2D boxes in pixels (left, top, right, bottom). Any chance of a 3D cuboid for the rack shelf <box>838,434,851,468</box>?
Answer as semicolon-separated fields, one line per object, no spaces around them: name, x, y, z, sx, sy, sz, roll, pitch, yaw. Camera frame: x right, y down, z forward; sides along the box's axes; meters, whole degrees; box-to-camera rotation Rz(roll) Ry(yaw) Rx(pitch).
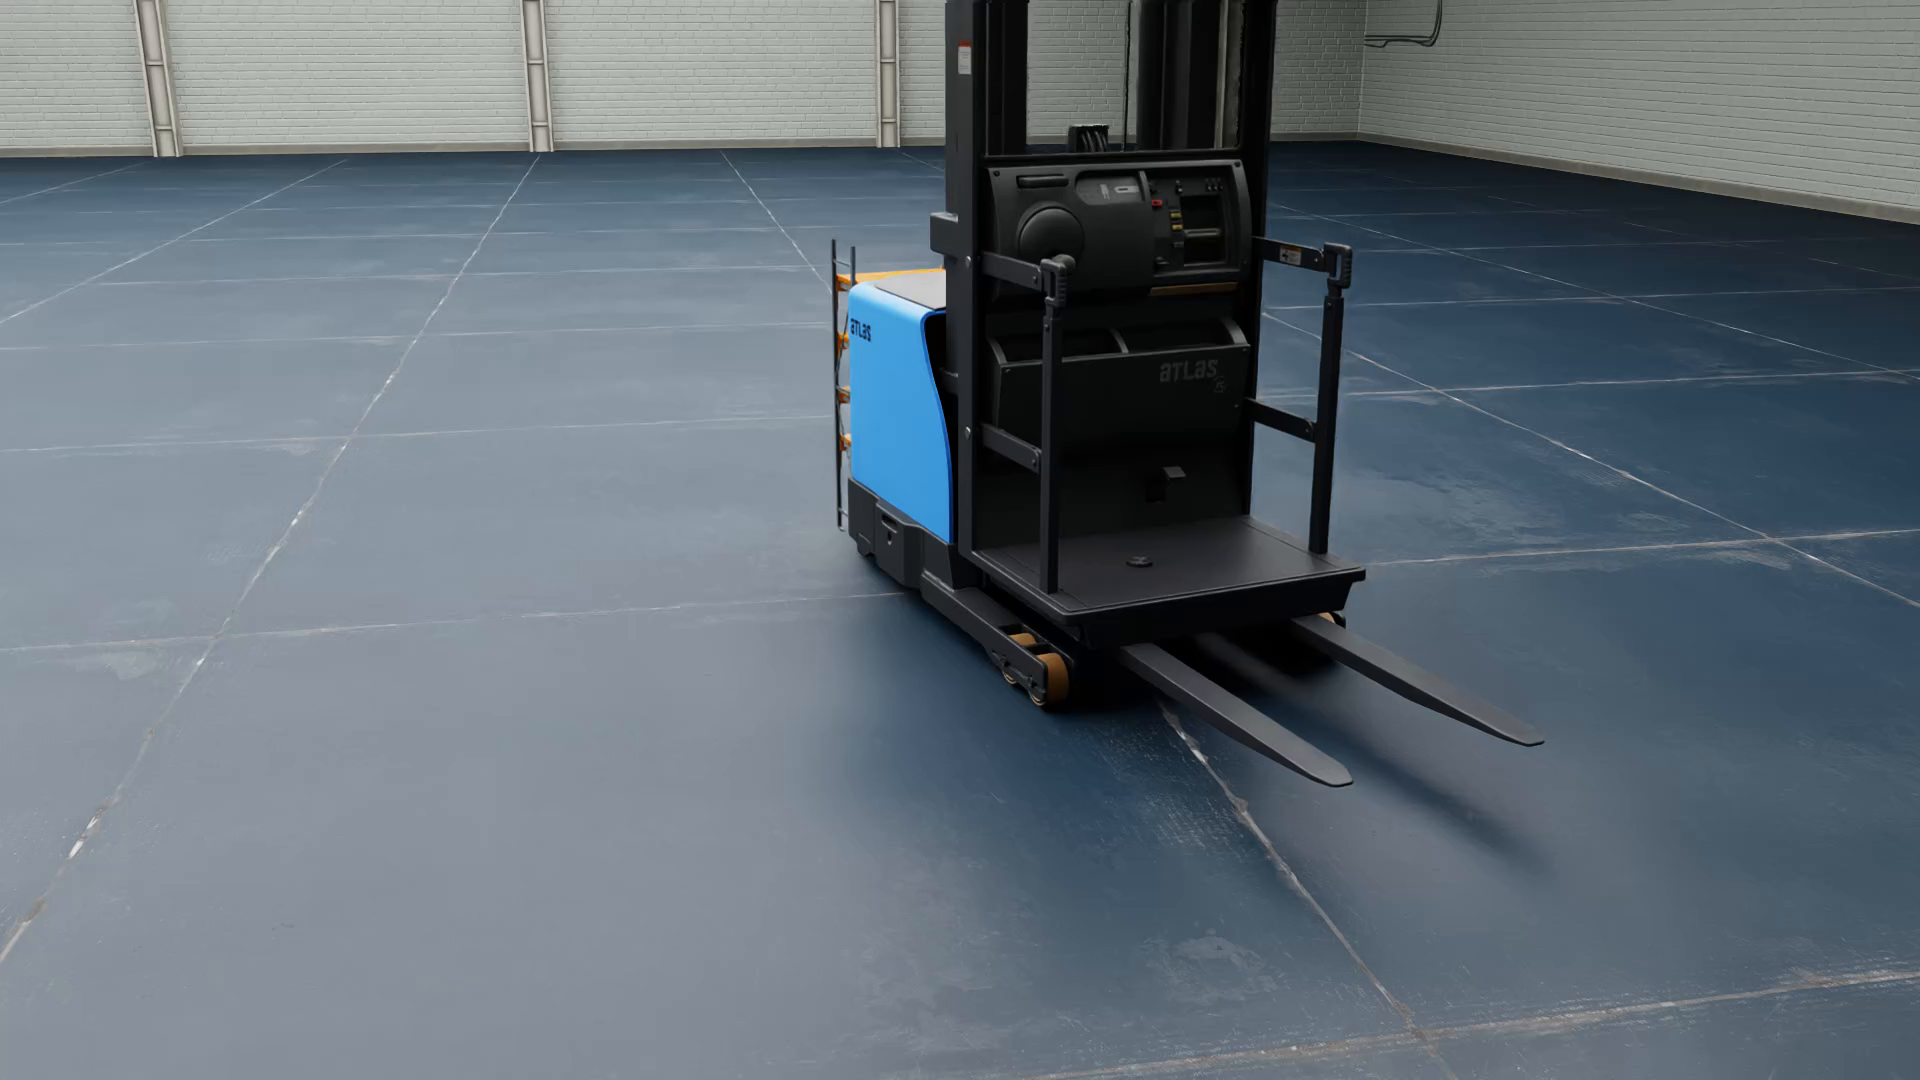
rack shelf;-0.239;-0.370;6.878;0.480;0.148;0.258;-8;19;-23

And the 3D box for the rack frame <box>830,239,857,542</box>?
rack frame;-0.461;-0.595;6.704;0.015;1.200;0.240;-8;19;-23

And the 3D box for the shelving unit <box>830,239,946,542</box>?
shelving unit;-0.239;-0.624;6.800;0.503;1.200;0.258;-8;19;-23

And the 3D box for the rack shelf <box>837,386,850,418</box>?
rack shelf;-0.239;-0.560;6.820;0.480;0.148;0.258;-8;19;-23

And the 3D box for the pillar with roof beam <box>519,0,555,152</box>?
pillar with roof beam;-6.357;-9.740;23.196;0.400;9.000;9.100;-3;17;-10

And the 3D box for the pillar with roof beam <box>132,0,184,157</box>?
pillar with roof beam;-12.248;-9.406;22.108;0.400;9.000;9.100;-3;17;-10

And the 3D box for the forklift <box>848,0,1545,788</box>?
forklift;0.614;-1.030;5.172;1.130;2.935;3.031;-7;19;-23

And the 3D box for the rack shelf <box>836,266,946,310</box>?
rack shelf;-0.239;-1.000;6.685;0.480;0.148;0.258;-8;19;-23

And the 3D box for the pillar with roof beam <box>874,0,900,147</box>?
pillar with roof beam;-0.466;-10.074;24.285;0.400;9.000;9.100;-3;17;-10

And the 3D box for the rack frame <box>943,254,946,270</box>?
rack frame;-0.016;-0.654;6.896;0.015;1.200;0.240;-8;19;-23

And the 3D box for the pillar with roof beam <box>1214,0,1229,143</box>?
pillar with roof beam;5.425;-10.408;25.373;0.400;9.000;9.100;-3;17;-10

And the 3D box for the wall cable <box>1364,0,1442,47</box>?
wall cable;7.752;-9.948;29.162;0.112;2.526;3.097;-3;17;-10

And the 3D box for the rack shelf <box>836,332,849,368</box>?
rack shelf;-0.239;-0.774;6.754;0.480;0.148;0.258;-8;19;-23
